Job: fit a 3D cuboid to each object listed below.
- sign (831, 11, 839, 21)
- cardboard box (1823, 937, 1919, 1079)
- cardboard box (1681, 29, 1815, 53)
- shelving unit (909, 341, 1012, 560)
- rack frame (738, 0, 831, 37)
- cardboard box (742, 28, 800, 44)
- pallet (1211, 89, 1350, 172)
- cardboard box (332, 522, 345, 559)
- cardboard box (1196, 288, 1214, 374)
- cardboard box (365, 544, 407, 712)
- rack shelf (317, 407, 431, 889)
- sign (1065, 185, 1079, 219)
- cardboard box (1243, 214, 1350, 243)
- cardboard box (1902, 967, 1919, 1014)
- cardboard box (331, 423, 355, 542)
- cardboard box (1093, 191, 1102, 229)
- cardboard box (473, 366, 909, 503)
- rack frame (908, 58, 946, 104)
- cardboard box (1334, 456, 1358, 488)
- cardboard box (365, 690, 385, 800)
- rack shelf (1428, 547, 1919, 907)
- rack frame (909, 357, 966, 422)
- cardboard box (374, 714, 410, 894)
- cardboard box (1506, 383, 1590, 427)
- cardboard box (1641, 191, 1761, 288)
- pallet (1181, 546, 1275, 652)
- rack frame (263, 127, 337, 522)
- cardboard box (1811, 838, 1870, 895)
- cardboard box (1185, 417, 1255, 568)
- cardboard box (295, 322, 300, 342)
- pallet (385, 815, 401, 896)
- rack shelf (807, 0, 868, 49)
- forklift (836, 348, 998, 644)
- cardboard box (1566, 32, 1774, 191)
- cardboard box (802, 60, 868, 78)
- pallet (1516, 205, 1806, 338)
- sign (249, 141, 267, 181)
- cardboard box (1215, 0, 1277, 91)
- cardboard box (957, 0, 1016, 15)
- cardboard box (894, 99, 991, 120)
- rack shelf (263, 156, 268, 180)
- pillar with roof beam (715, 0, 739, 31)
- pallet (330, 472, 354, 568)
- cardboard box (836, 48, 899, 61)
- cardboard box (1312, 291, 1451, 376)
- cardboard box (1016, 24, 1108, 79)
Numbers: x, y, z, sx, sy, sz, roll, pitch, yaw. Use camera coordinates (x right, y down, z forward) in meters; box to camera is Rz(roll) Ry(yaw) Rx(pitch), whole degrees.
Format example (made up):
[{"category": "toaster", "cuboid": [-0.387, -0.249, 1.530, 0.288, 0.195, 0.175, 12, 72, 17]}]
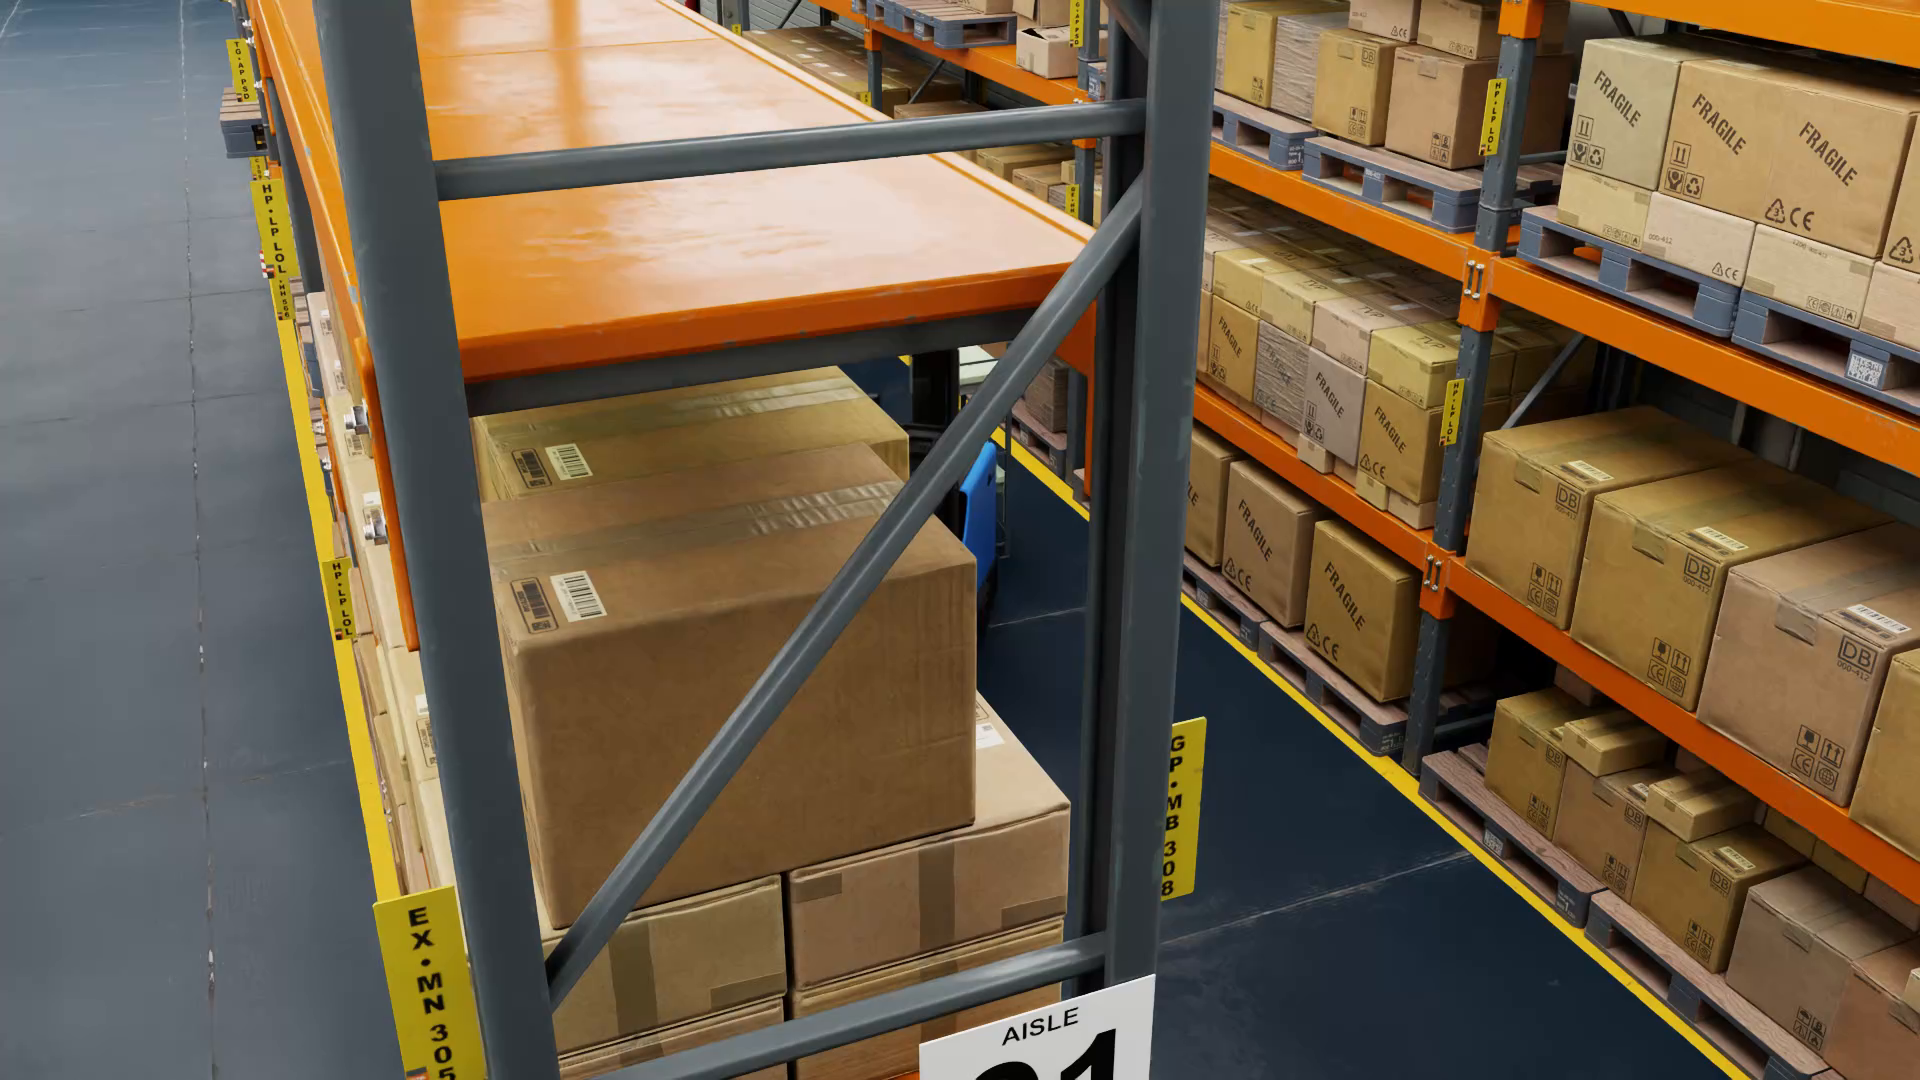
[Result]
[{"category": "sign", "cuboid": [-1.366, -5.807, 18.044, 0.100, 0.325, 0.005, -11, 28, -21]}, {"category": "cardboard box", "cuboid": [3.819, 1.869, 6.373, 0.700, 0.500, 0.500, -11, 28, -21]}, {"category": "cardboard box", "cuboid": [3.303, -1.822, 6.867, 0.500, 0.500, 0.500, -11, 28, -21]}, {"category": "shelving unit", "cuboid": [-0.003, -0.677, 10.926, 0.431, 1.500, 0.755, -11, 28, -21]}, {"category": "rack frame", "cuboid": [-1.884, -5.057, 18.189, 1.000, 3.000, 0.127, -11, 28, -21]}, {"category": "cardboard box", "cuboid": [-1.974, -5.091, 17.552, 0.500, 0.500, 0.500, -11, 28, -21]}, {"category": "pallet", "cuboid": [1.990, -2.389, 9.520, 1.003, 0.211, 1.213, -9, 28, -18]}, {"category": "cardboard box", "cuboid": [-3.393, 0.184, 9.803, 0.500, 0.500, 0.500, -9, 28, -18]}, {"category": "cardboard box", "cuboid": [1.593, -1.361, 10.144, 0.500, 0.500, 0.500, -11, 28, -21]}, {"category": "cardboard box", "cuboid": [-0.999, 0.182, 3.641, 0.500, 0.250, 0.500, -11, 28, -21]}, {"category": "rack shelf", "cuboid": [-0.958, 0.423, 4.366, 1.077, 0.370, 4.000, -11, 28, -21]}, {"category": "sign", "cuboid": [0.753, -2.215, 11.138, 0.100, 0.325, 0.005, -11, 28, -21]}, {"category": "cardboard box", "cuboid": [2.062, -1.796, 10.179, 0.500, 0.250, 0.500, -11, 28, -22]}, {"category": "cardboard box", "cuboid": [3.697, 1.656, 6.070, 0.380, 0.149, 0.250, -10, 28, -19]}, {"category": "cardboard box", "cuboid": [-1.587, -0.199, 4.991, 0.500, 0.250, 0.500, -11, 28, -21]}, {"category": "cardboard box", "cuboid": [1.200, -2.113, 10.828, 0.500, 0.250, 0.500, -10, 28, -19]}, {"category": "cardboard box", "cuboid": [-0.509, -0.008, 3.176, 0.700, 0.500, 0.500, -11, 28, -21]}, {"category": "rack frame", "cuboid": [-0.321, -3.442, 14.880, 0.949, 2.616, 0.053, -11, 28, -21]}, {"category": "cardboard box", "cuboid": [2.242, -0.407, 8.928, 0.380, 0.149, 0.250, -10, 28, -19]}, {"category": "cardboard box", "cuboid": [-2.580, 1.012, 8.106, 0.500, 0.500, 0.500, -10, 28, -20]}, {"category": "rack shelf", "cuboid": [3.598, 0.918, 6.771, 1.077, 0.370, 4.000, -11, 28, -21]}, {"category": "rack frame", "cuboid": [-0.146, -0.824, 11.229, 0.400, 1.500, 0.023, -11, 28, -21]}, {"category": "cardboard box", "cuboid": [-1.413, 0.800, 4.939, 0.500, 0.500, 0.500, -11, 28, -22]}, {"category": "cardboard box", "cuboid": [2.867, -0.629, 8.644, 0.500, 0.500, 0.500, -12, 28, -22]}, {"category": "cardboard box", "cuboid": [3.029, -1.194, 6.437, 0.500, 0.250, 0.500, -11, 28, -22]}, {"category": "pallet", "cuboid": [1.962, 0.249, 10.500, 1.003, 0.211, 1.213, -11, 28, -21]}, {"category": "rack frame", "cuboid": [-3.308, -0.975, 9.828, 1.000, 3.000, 0.127, -11, 28, -21]}, {"category": "cardboard box", "cuboid": [3.750, 1.284, 6.831, 0.380, 0.149, 0.250, -10, 28, -20]}, {"category": "cardboard box", "cuboid": [1.753, -0.376, 10.573, 0.750, 0.750, 0.750, -11, 28, -21]}, {"category": "cardboard box", "cuboid": [-4.942, -1.585, 13.094, 0.500, 0.311, 0.500, -10, 28, -20]}, {"category": "pallet", "cuboid": [-2.095, 1.571, 7.791, 1.003, 0.211, 1.213, -11, 28, -21]}, {"category": "rack shelf", "cuboid": [-1.101, -5.274, 16.035, 1.077, 0.370, 4.000, -11, 28, -21]}, {"category": "forklift", "cuboid": [-0.601, -0.355, 8.708, 1.129, 2.867, 3.031, 6, 27, 12]}, {"category": "cardboard box", "cuboid": [2.836, -1.728, 6.675, 0.500, 0.500, 0.500, -11, 28, -21]}, {"category": "cardboard box", "cuboid": [-1.176, -4.264, 15.858, 0.500, 0.500, 0.500, -11, 28, -22]}, {"category": "pallet", "cuboid": [3.126, -1.189, 6.948, 1.003, 0.211, 1.213, -11, 28, -21]}, {"category": "sign", "cuboid": [-5.385, -2.918, 12.731, 0.100, 0.325, 0.005, -11, 28, -21]}, {"category": "cardboard box", "cuboid": [1.747, -3.027, 9.997, 0.700, 0.500, 0.500, -12, 29, -23]}, {"category": "cardboard box", "cuboid": [0.306, -4.291, 12.609, 0.500, 0.500, 0.500, -12, 28, -22]}, {"category": "cardboard box", "cuboid": [-0.150, -3.474, 14.330, 0.700, 0.500, 0.500, -10, 28, -20]}, {"category": "rack shelf", "cuboid": [-5.658, -3.074, 14.946, 1.077, 0.370, 4.000, -11, 28, -21]}, {"category": "pillar with roof beam", "cuboid": [-7.125, -9.301, 20.044, 9.100, 9.000, 0.400, -11, 28, -21]}, {"category": "pallet", "cuboid": [-2.542, -0.104, 8.263, 1.003, 0.211, 1.213, -11, 28, -21]}, {"category": "cardboard box", "cuboid": [-0.913, -4.566, 16.476, 0.500, 0.500, 0.500, -10, 28, -20]}, {"category": "cardboard box", "cuboid": [2.205, -1.090, 8.733, 0.500, 0.250, 0.500, -10, 28, -19]}, {"category": "cardboard box", "cuboid": [0.718, -3.389, 11.431, 0.500, 0.311, 0.500, -11, 28, -21]}]
